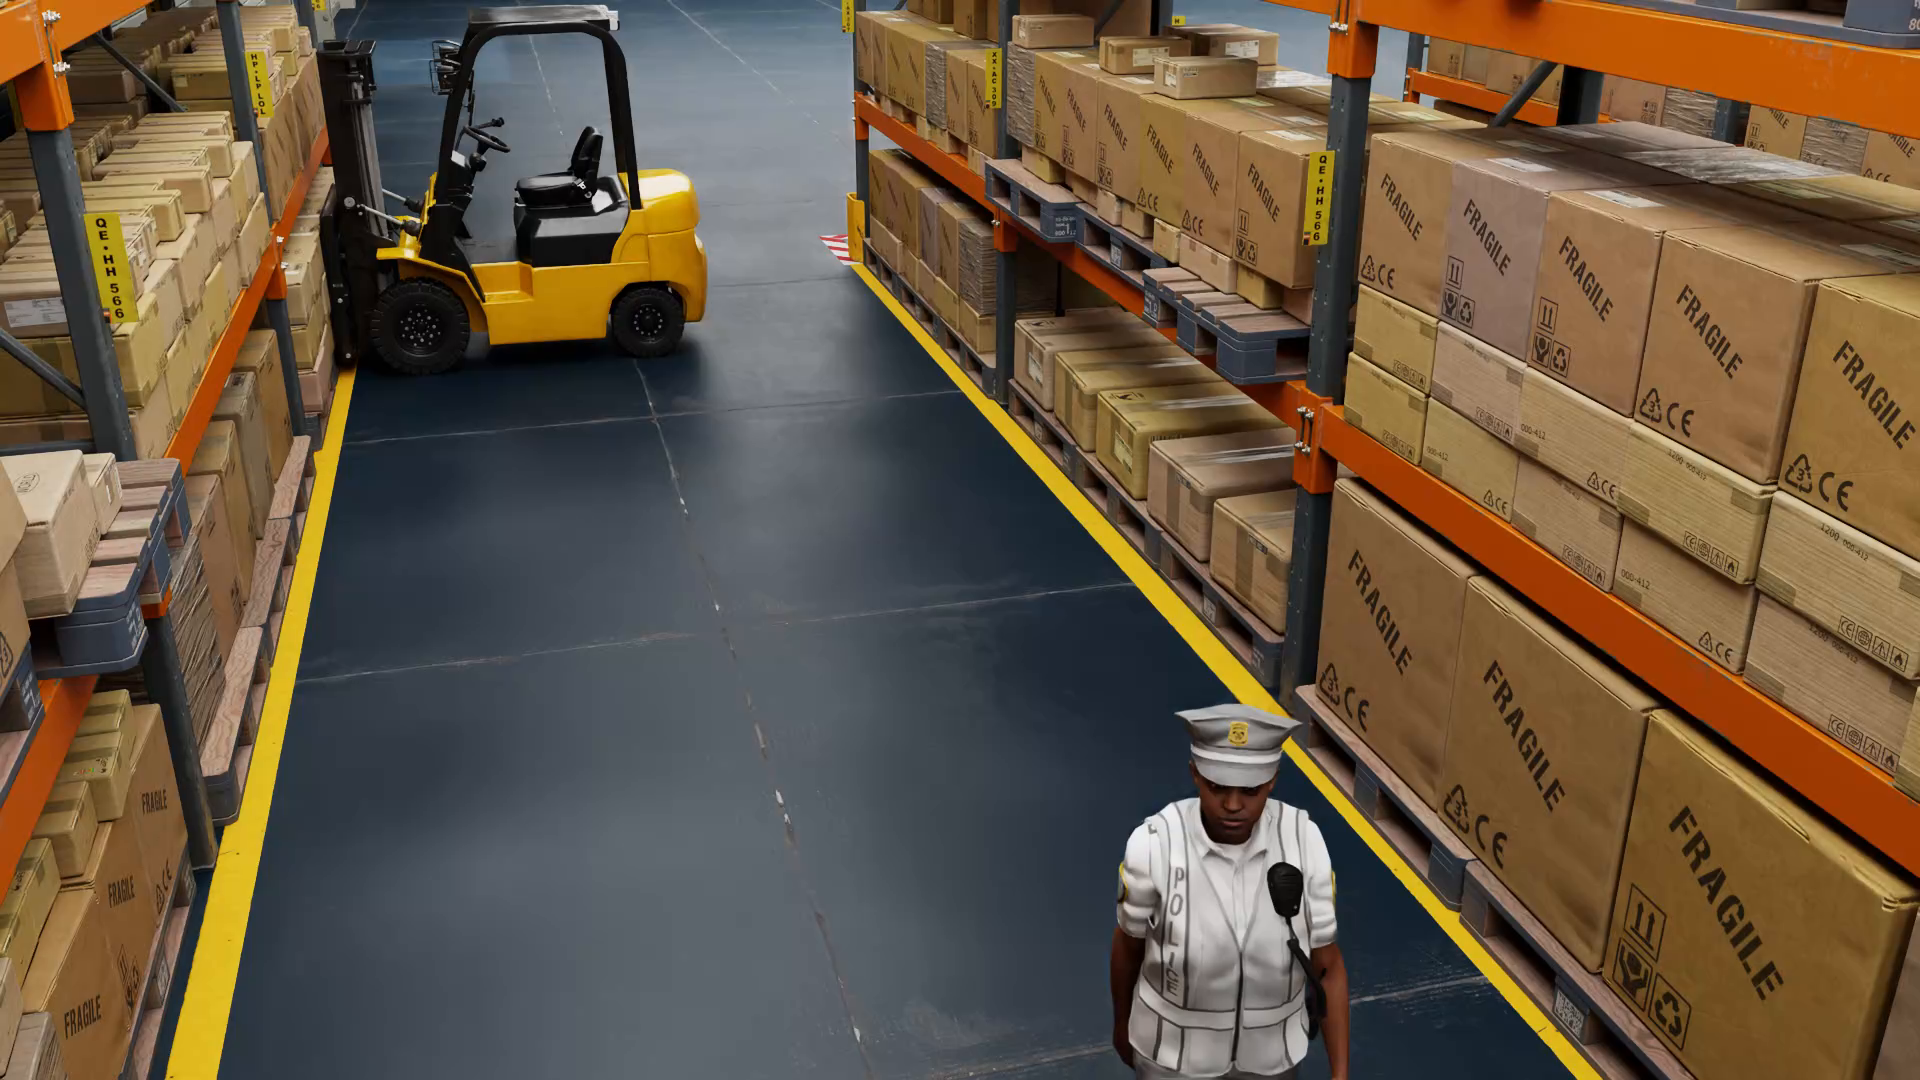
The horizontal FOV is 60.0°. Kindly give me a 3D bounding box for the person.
[{"bbox_3d":[0.564,1.049,3.575,0.466,1.637,1.001,-3,23,-6],"label":"person"}]
